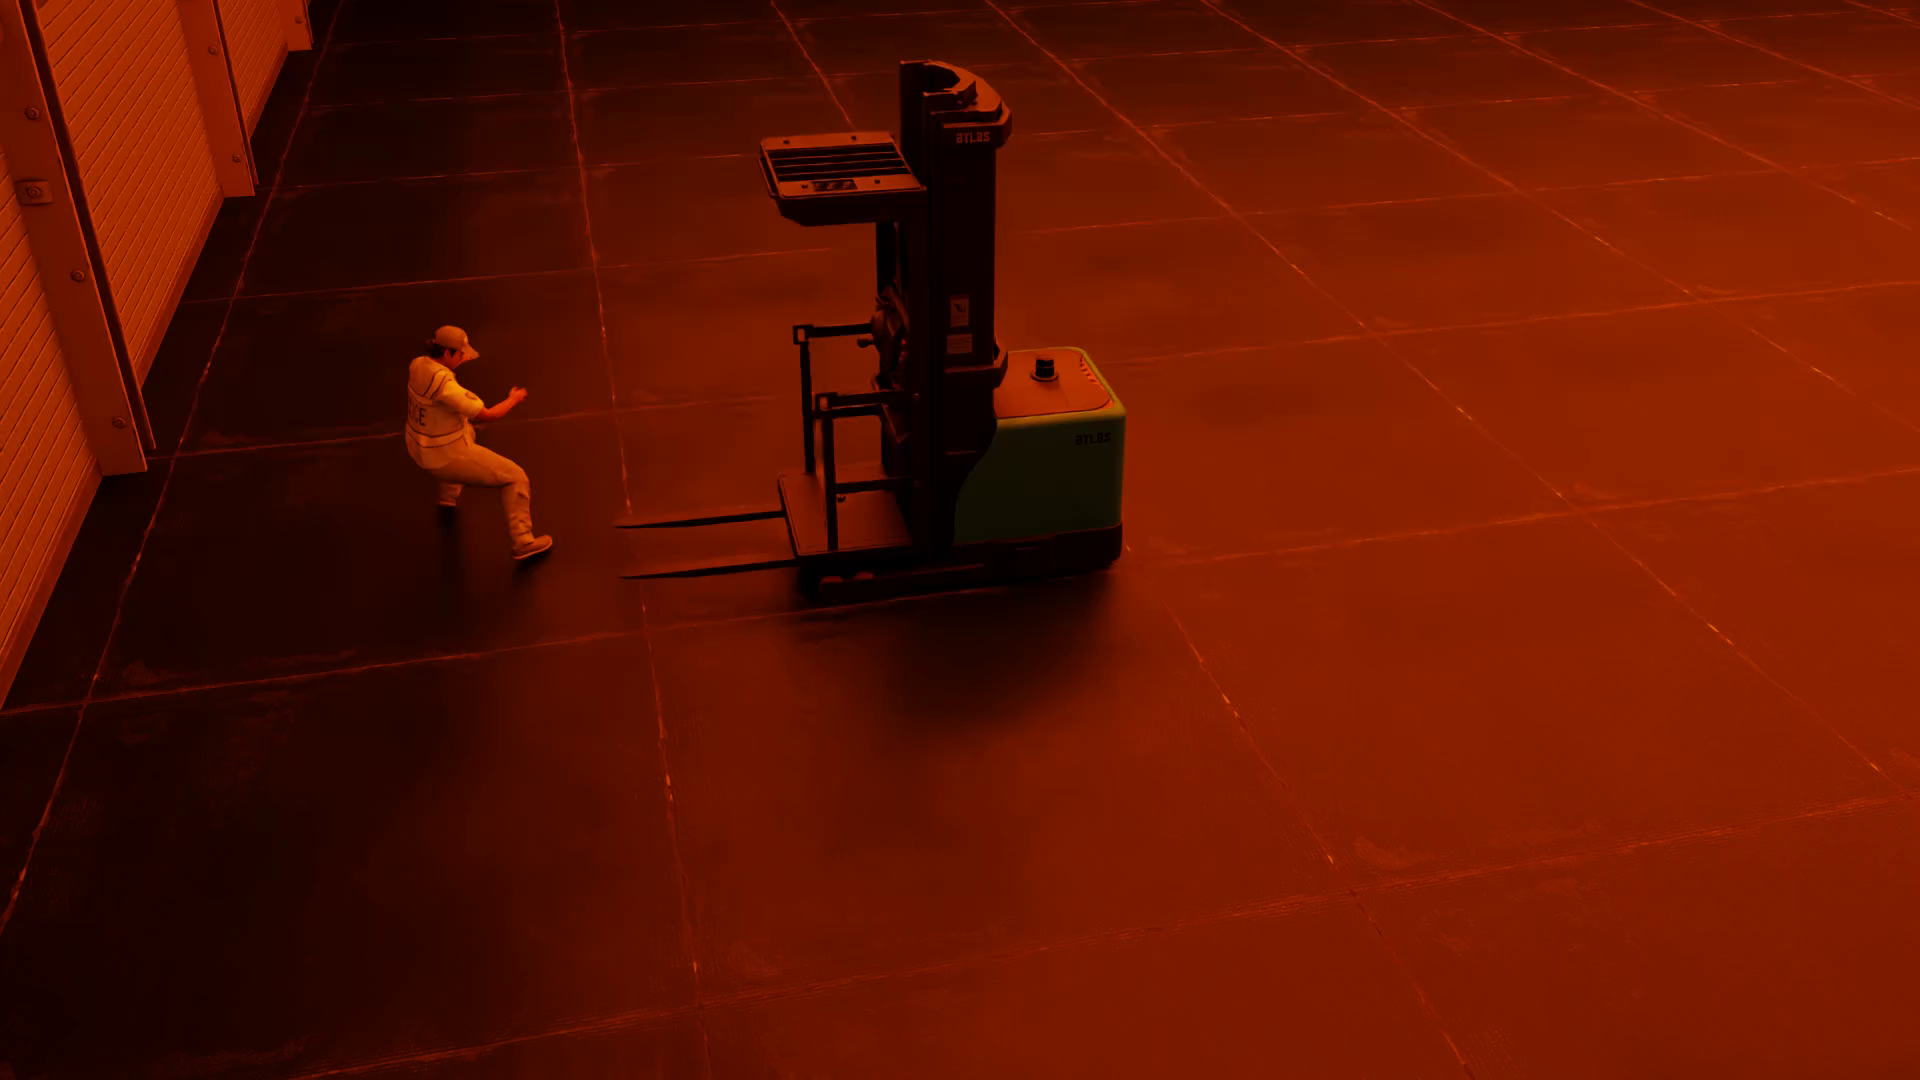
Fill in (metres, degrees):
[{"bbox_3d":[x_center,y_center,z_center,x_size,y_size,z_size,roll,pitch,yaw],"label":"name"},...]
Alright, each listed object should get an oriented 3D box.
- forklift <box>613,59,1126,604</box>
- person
[{"bbox_3d":[-0.586,-1.181,9.614,3.031,2.935,1.130,-6,31,-10],"label":"forklift"},{"bbox_3d":[-3.019,-0.667,10.211,0.712,1.426,1.081,-20,35,-30],"label":"person"}]
